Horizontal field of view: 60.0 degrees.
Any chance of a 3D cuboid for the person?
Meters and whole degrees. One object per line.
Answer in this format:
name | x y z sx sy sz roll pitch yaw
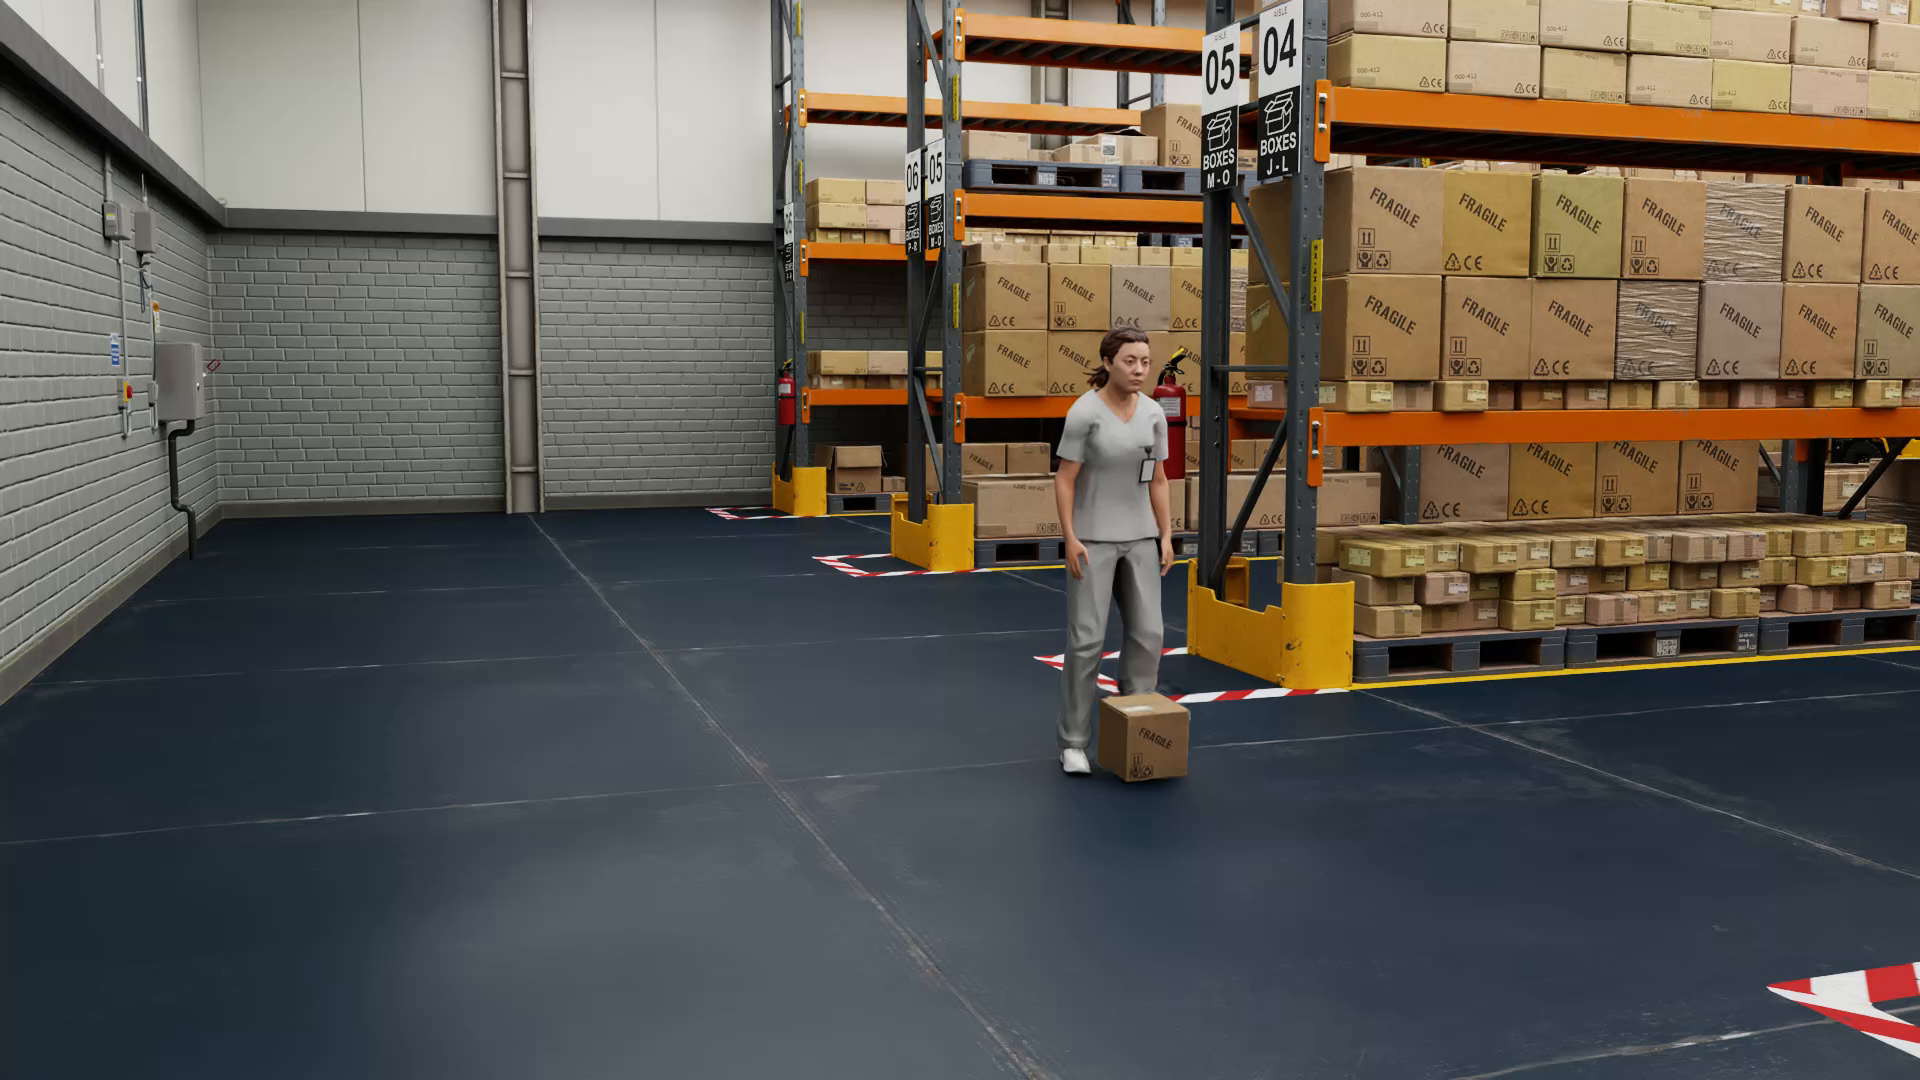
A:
person | 0.605 0.027 6.266 0.511 1.673 0.407 -2 6 -21
